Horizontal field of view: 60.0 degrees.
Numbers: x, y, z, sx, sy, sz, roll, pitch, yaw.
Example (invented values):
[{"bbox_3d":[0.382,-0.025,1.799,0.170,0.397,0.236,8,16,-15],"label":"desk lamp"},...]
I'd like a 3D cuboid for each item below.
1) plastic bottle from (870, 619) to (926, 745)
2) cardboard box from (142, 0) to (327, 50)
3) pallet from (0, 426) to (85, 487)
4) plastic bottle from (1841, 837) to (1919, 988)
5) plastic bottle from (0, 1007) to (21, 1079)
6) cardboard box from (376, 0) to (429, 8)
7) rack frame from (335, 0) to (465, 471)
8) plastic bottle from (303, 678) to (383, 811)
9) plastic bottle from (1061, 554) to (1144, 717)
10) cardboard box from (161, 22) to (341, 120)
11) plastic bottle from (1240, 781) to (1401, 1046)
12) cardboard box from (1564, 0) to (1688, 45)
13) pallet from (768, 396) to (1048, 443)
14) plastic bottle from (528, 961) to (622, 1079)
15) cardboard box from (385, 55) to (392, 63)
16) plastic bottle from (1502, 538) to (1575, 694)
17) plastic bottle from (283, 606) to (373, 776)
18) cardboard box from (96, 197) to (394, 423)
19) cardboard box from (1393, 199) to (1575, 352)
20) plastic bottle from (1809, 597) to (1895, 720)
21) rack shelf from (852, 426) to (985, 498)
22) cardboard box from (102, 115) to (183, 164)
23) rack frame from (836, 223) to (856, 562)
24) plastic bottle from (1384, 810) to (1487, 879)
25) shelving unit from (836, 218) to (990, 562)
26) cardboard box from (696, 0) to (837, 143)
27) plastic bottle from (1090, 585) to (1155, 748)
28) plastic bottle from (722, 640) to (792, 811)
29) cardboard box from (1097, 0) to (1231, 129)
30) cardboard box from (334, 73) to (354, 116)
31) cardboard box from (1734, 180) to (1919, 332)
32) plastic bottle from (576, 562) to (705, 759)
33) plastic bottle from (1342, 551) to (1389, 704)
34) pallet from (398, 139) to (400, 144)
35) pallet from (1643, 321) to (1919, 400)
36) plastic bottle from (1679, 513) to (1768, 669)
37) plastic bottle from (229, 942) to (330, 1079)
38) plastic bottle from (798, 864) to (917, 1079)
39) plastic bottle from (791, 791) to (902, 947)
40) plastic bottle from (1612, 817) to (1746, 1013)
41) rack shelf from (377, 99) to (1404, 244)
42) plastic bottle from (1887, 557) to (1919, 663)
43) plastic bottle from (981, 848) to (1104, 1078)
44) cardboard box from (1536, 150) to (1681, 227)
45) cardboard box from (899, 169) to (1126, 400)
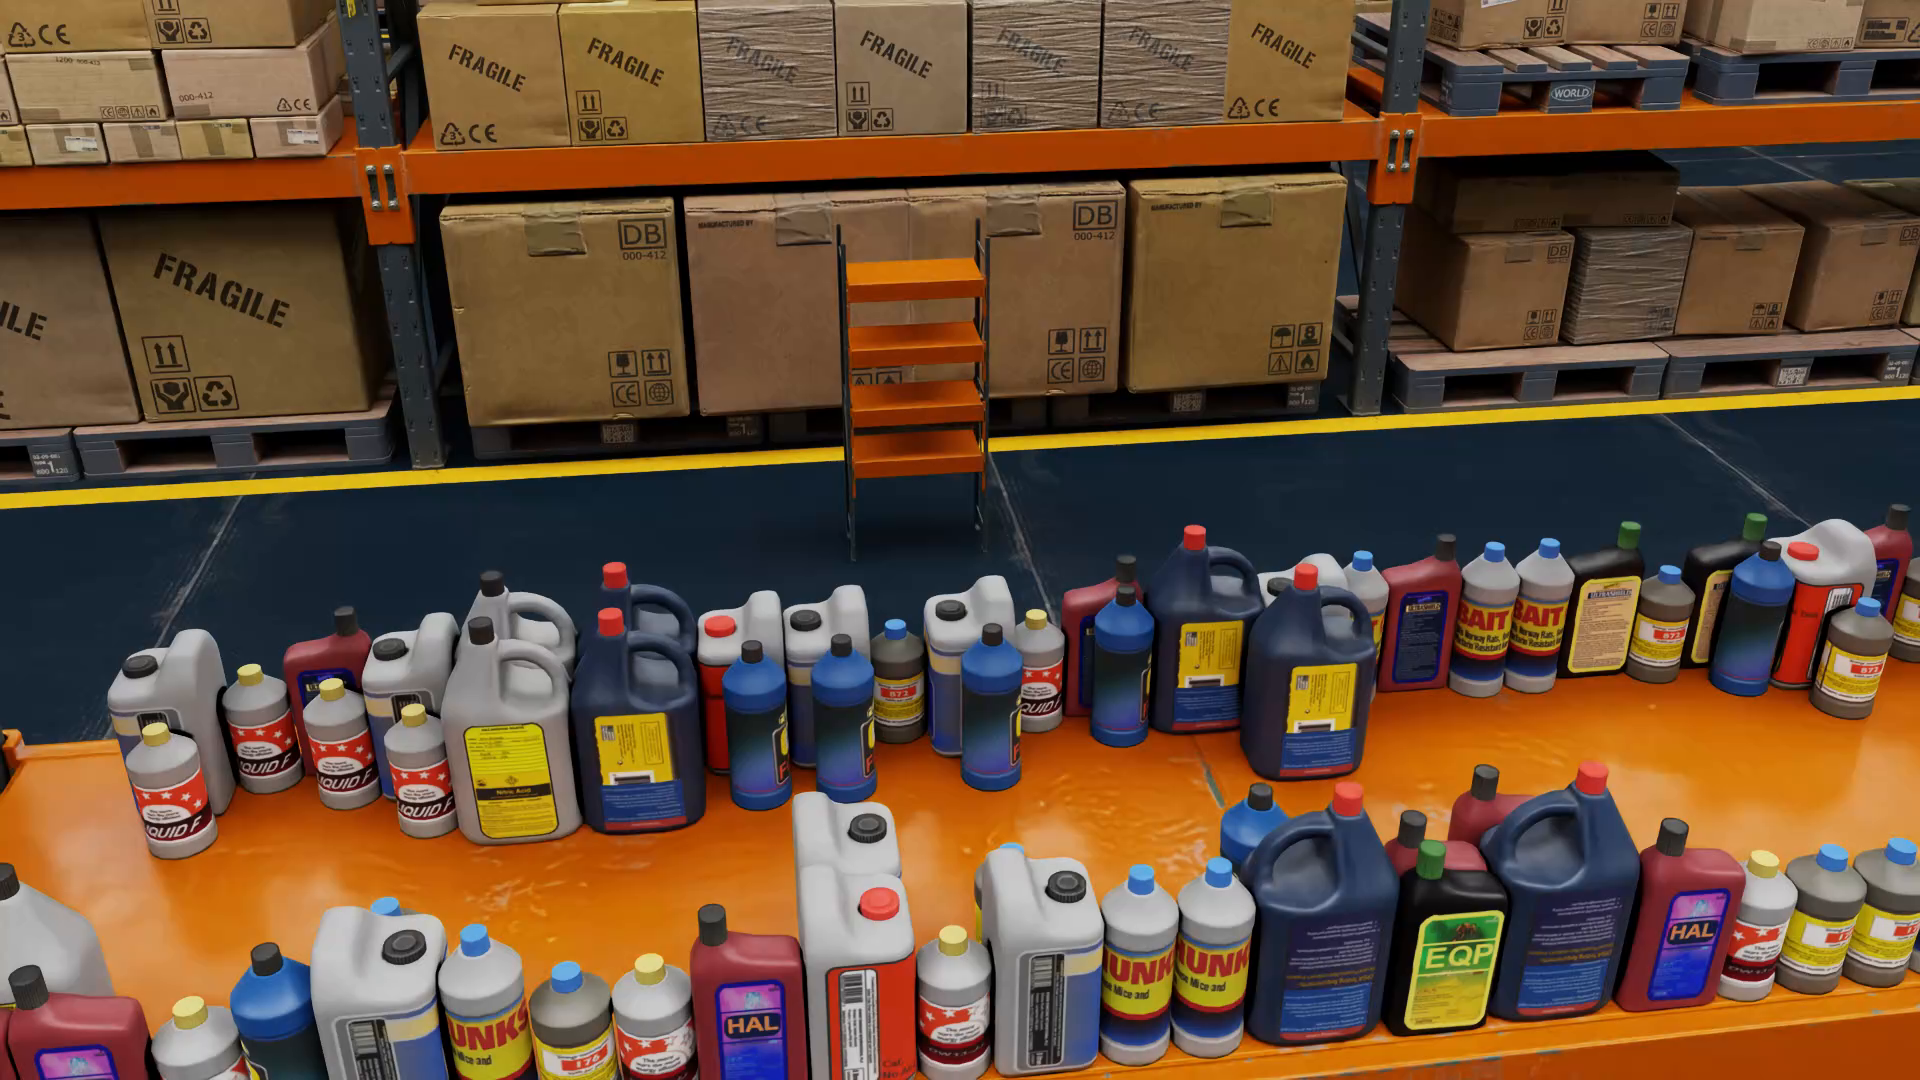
[{"bbox_3d":[-0.105,0.226,2.741,0.097,0.201,0.097,0,27,0],"label":"plastic bottle"},{"bbox_3d":[-2.663,-2.096,6.065,0.500,0.500,0.500,-3,27,-6],"label":"cardboard box"},{"bbox_3d":[-4.220,-0.514,7.020,1.213,0.211,1.003,-4,27,-7],"label":"pallet"},{"bbox_3d":[1.237,0.490,2.227,0.097,0.201,0.097,0,27,0],"label":"plastic bottle"},{"bbox_3d":[-1.133,0.614,1.895,0.133,0.283,0.061,-4,27,-7],"label":"plastic bottle"},{"bbox_3d":[-5.149,-5.325,15.688,0.875,0.438,0.875,-4,27,-9],"label":"cardboard box"},{"bbox_3d":[-2.245,-1.846,6.563,0.127,3.000,1.000,-4,27,-7],"label":"rack frame"},{"bbox_3d":[-0.959,0.309,2.580,0.097,0.201,0.097,0,27,0],"label":"plastic bottle"},{"bbox_3d":[0.237,0.159,2.782,0.133,0.283,0.061,-4,27,-7],"label":"plastic bottle"},{"bbox_3d":[-2.646,-1.765,6.243,0.500,0.250,0.500,-4,27,-8],"label":"cardboard box"},{"bbox_3d":[0.454,0.463,2.116,0.185,0.351,0.144,-4,27,-7],"label":"plastic bottle"},{"bbox_3d":[2.784,-2.465,7.199,0.500,0.500,0.700,0,27,1],"label":"cardboard box"},{"bbox_3d":[-0.281,-0.768,7.516,1.213,0.211,1.003,-4,27,-7],"label":"pallet"},{"bbox_3d":[-0.467,0.599,2.014,0.097,0.201,0.097,0,27,0],"label":"plastic bottle"},{"bbox_3d":[-3.913,-3.103,11.024,0.250,0.149,0.380,-3,27,-5],"label":"cardboard box"},{"bbox_3d":[0.995,0.124,2.863,0.097,0.271,0.097,0,27,0],"label":"plastic bottle"},{"bbox_3d":[-0.987,0.238,2.628,0.133,0.283,0.061,-4,27,-7],"label":"plastic bottle"},{"bbox_3d":[-2.910,-1.082,6.941,0.875,0.875,0.875,-4,27,-7],"label":"cardboard box"},{"bbox_3d":[2.376,-1.236,7.630,0.500,0.500,0.700,-5,28,-10],"label":"cardboard box"},{"bbox_3d":[1.510,0.193,2.807,0.097,0.201,0.097,0,27,0],"label":"plastic bottle"},{"bbox_3d":[-0.164,-0.287,6.077,0.480,0.148,0.258,-4,27,-7],"label":"rack shelf"},{"bbox_3d":[-3.011,-1.534,6.230,0.250,0.149,0.380,-4,27,-8],"label":"cardboard box"},{"bbox_3d":[-0.406,-0.508,5.925,0.015,1.200,0.240,-4,27,-7],"label":"rack frame"},{"bbox_3d":[0.609,0.474,2.168,0.133,0.283,0.061,-4,27,-7],"label":"plastic bottle"},{"bbox_3d":[-0.164,-0.523,5.956,0.503,1.200,0.258,-4,27,-7],"label":"shelving unit"},{"bbox_3d":[-0.762,-1.871,6.502,0.500,0.500,0.500,-4,27,-8],"label":"cardboard box"},{"bbox_3d":[0.266,0.199,2.717,0.097,0.271,0.097,0,27,0],"label":"plastic bottle"},{"bbox_3d":[-0.313,0.279,2.562,0.097,0.271,0.097,0,27,0],"label":"plastic bottle"},{"bbox_3d":[0.767,-1.973,6.700,0.500,0.500,0.500,-4,27,-8],"label":"cardboard box"},{"bbox_3d":[-2.585,-1.866,6.877,0.250,0.149,0.380,-4,27,-7],"label":"cardboard box"},{"bbox_3d":[4.037,-1.352,7.855,0.500,0.500,0.700,-6,28,-12],"label":"cardboard box"},{"bbox_3d":[-0.508,0.196,2.636,0.185,0.351,0.144,-4,27,-7],"label":"plastic bottle"},{"bbox_3d":[0.670,0.145,2.822,0.097,0.271,0.097,0,27,0],"label":"plastic bottle"},{"bbox_3d":[-3.497,-2.796,11.467,1.213,0.211,1.003,-4,27,-7],"label":"pallet"},{"bbox_3d":[3.695,-0.985,7.939,1.213,0.211,1.003,-4,27,-7],"label":"pallet"},{"bbox_3d":[1.335,0.089,2.919,0.133,0.283,0.061,-4,27,-7],"label":"plastic bottle"},{"bbox_3d":[-0.793,0.589,1.957,0.097,0.271,0.097,0,27,0],"label":"plastic bottle"},{"bbox_3d":[-0.127,0.532,2.064,0.135,0.276,0.152,-4,27,-7],"label":"plastic bottle"},{"bbox_3d":[-0.148,0.463,2.198,0.135,0.276,0.152,-4,27,-7],"label":"plastic bottle"},{"bbox_3d":[0.933,0.481,2.154,0.133,0.283,0.061,-4,27,-7],"label":"plastic bottle"},{"bbox_3d":[-0.265,-1.654,6.975,4.000,0.370,1.077,-4,27,-7],"label":"rack shelf"},{"bbox_3d":[1.717,0.109,2.969,0.097,0.201,0.097,0,27,0],"label":"plastic bottle"},{"bbox_3d":[0.103,0.517,2.093,0.135,0.276,0.152,-4,27,-7],"label":"plastic bottle"},{"bbox_3d":[2.899,-1.613,7.542,0.500,0.250,0.500,-1,27,-1],"label":"cardboard box"},{"bbox_3d":[0.146,-1.255,7.277,0.875,0.875,1.225,-4,27,-7],"label":"cardboard box"}]
